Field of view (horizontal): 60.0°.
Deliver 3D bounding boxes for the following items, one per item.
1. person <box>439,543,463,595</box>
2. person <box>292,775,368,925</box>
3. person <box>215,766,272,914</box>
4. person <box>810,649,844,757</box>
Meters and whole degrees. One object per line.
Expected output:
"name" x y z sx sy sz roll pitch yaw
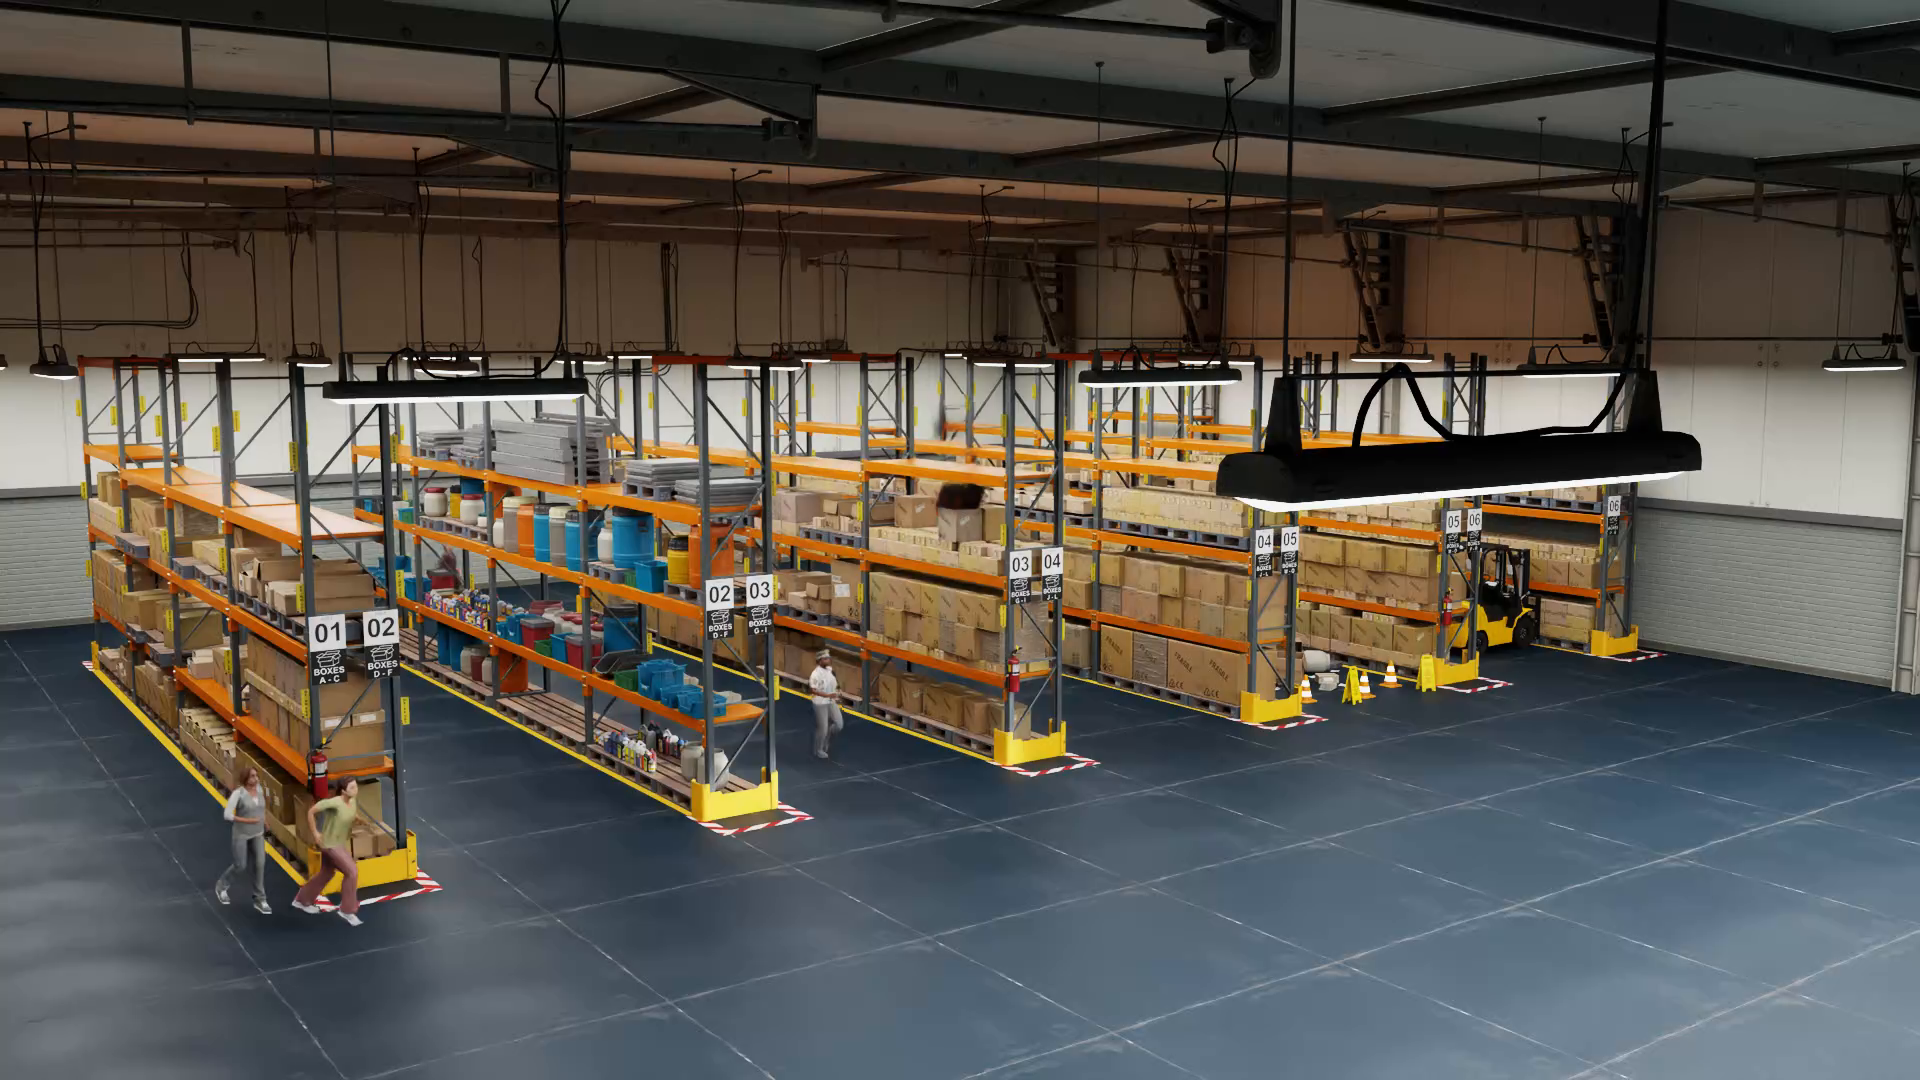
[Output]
"person" -11.706 0.916 38.004 0.803 1.670 0.712 -2 7 -15
"person" -6.839 3.365 18.051 0.851 1.683 0.602 1 7 6
"person" -7.904 3.301 18.484 0.785 1.605 0.562 5 8 33
"person" -1.995 2.467 25.120 0.562 1.661 0.561 6 9 41
